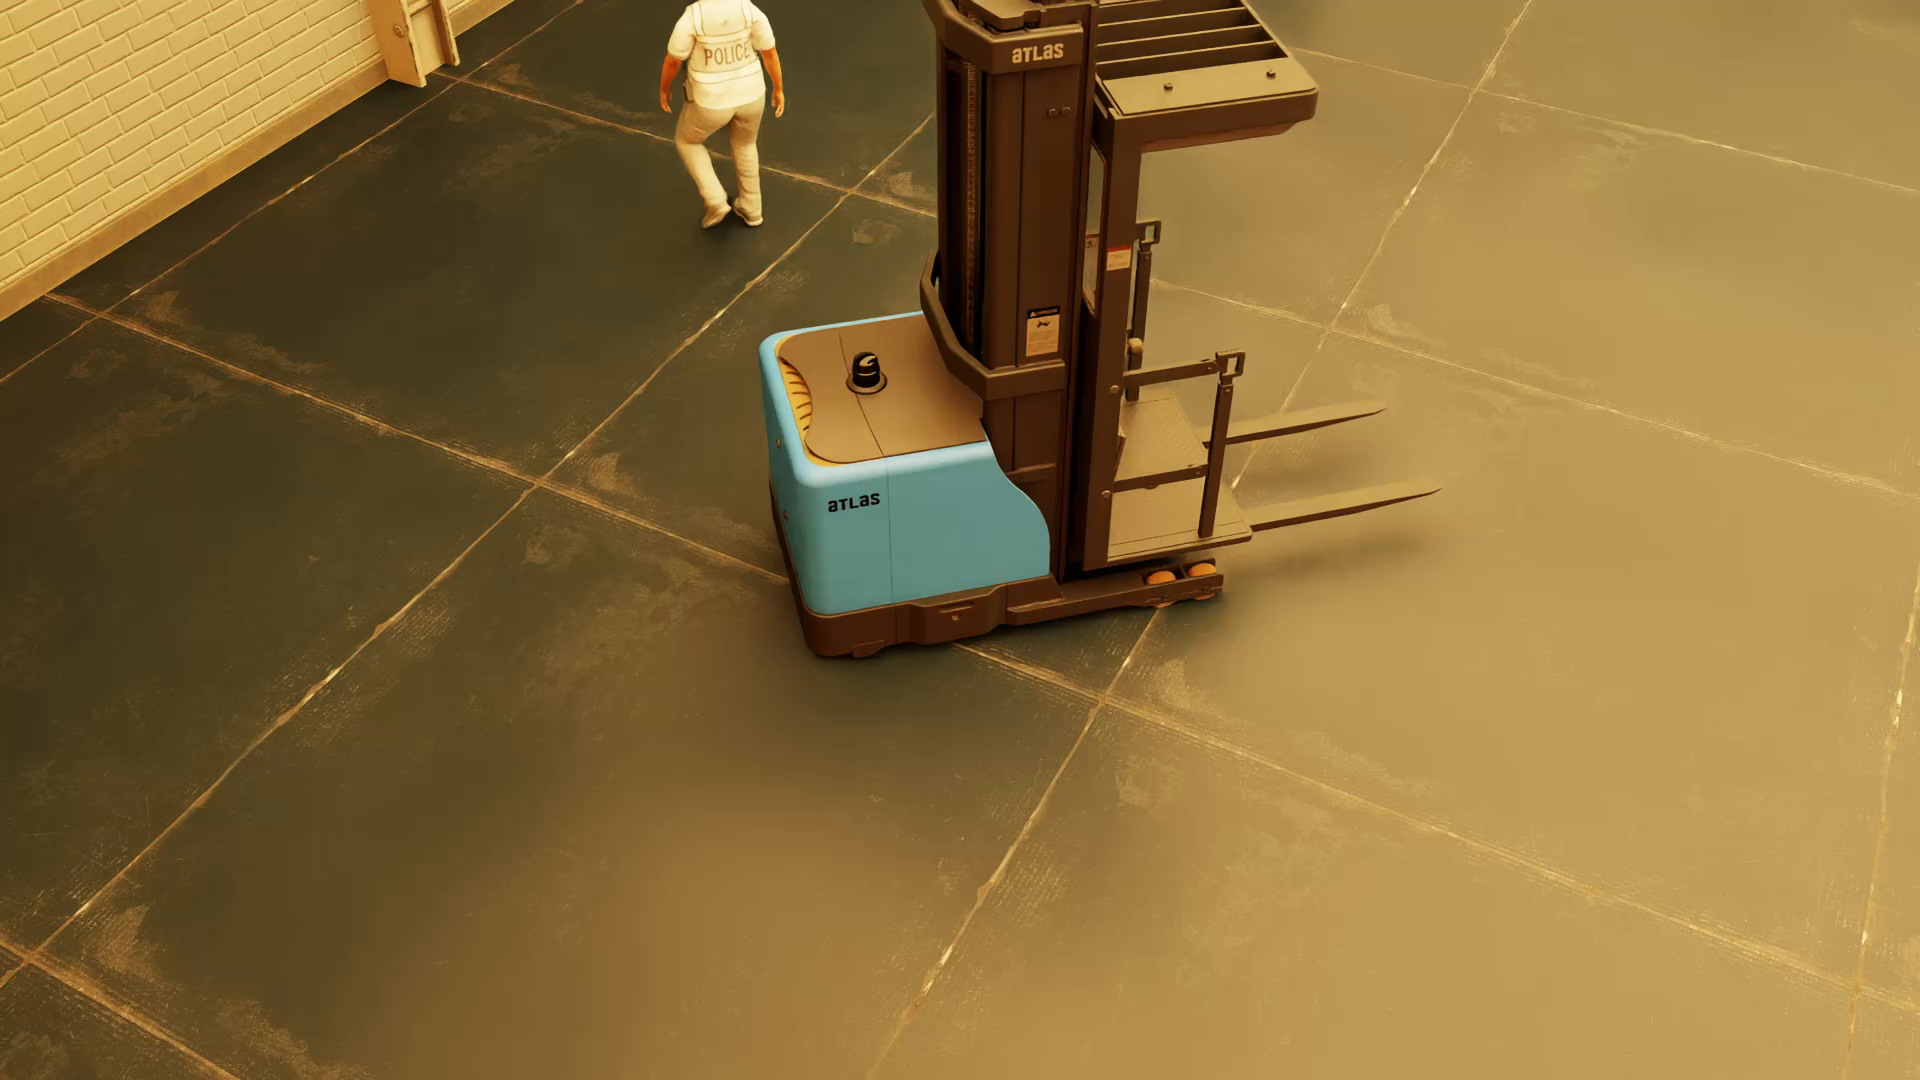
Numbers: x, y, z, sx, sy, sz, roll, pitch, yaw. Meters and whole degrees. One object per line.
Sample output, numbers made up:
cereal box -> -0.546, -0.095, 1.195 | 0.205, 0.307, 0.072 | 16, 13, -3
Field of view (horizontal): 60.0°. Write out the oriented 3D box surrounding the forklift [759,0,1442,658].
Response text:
forklift -> 0.694, -1.108, 6.830 | 3.031, 2.935, 1.130 | -10, 44, -11

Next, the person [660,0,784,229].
person -> -1.321, -2.471, 9.219 | 0.646, 1.645, 0.470 | -20, 47, -20
